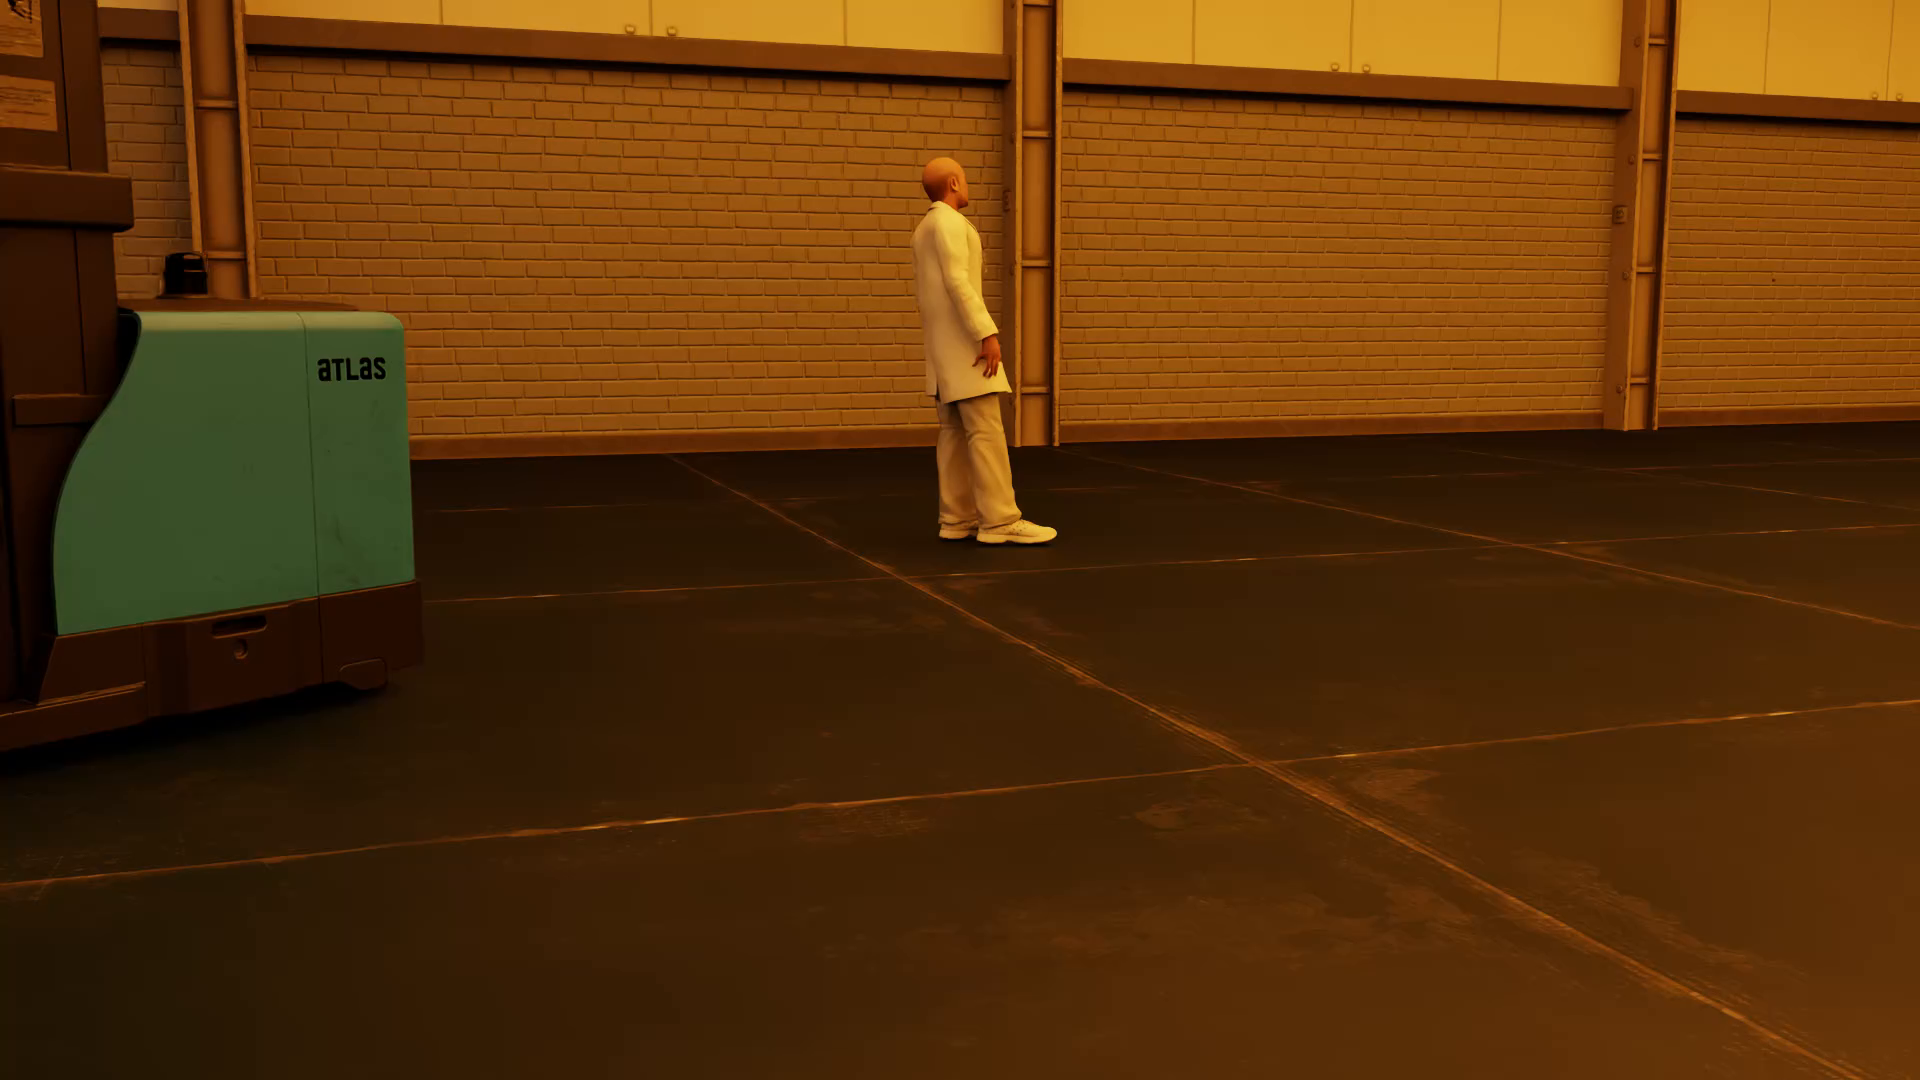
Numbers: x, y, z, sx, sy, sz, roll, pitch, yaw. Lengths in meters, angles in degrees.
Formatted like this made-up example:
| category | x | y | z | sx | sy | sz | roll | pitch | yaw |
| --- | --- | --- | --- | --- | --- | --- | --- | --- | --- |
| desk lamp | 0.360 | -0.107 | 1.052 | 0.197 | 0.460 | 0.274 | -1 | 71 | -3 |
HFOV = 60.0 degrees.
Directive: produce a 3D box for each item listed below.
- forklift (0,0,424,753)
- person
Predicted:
| category | x | y | z | sx | sy | sz | roll | pitch | yaw |
| --- | --- | --- | --- | --- | --- | --- | --- | --- | --- |
| forklift | -2.815 | -0.906 | 3.710 | 1.130 | 2.935 | 3.031 | 6 | 9 | 35 |
| person | 0.088 | -0.891 | 7.828 | 0.578 | 1.777 | 0.698 | -3 | 8 | -18 |
